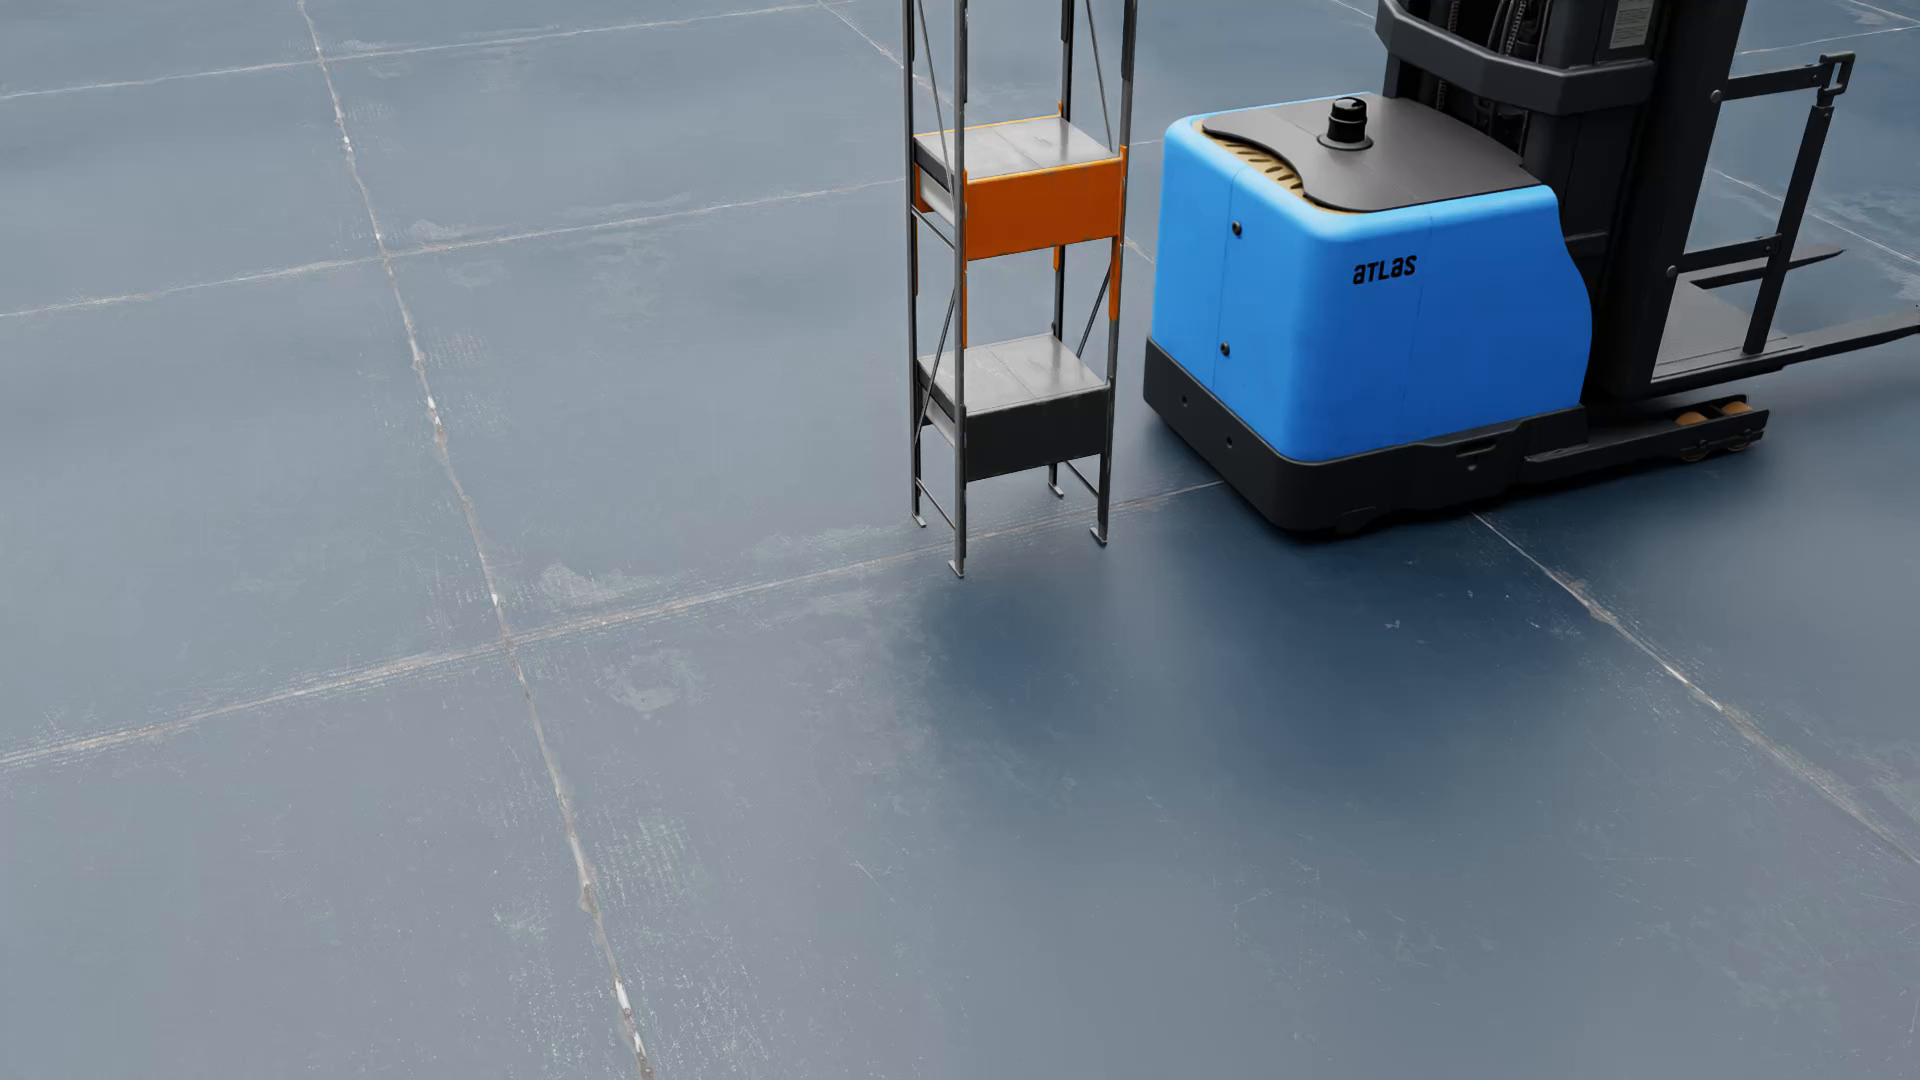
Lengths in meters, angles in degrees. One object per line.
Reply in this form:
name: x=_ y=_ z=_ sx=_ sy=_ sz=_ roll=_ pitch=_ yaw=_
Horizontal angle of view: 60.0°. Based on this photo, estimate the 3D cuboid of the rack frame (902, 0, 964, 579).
rack frame: x=-0.072 y=-0.864 z=4.652 sx=0.015 sy=2.100 sz=0.400 roll=-13 pitch=35 yaw=-19

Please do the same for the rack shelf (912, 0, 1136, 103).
rack shelf: x=0.153 y=-1.490 z=4.357 sx=0.480 sy=0.518 sz=0.431 roll=-13 pitch=35 yaw=-19

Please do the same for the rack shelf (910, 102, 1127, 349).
rack shelf: x=0.153 y=-0.904 z=4.738 sx=0.480 sy=0.518 sz=0.431 roll=-13 pitch=35 yaw=-19

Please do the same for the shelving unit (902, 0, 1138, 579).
shelving unit: x=0.153 y=-0.915 z=4.731 sx=0.503 sy=2.100 sz=0.431 roll=-13 pitch=35 yaw=-19

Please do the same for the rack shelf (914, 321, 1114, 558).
rack shelf: x=0.153 y=-0.317 z=5.120 sx=0.480 sy=0.518 sz=0.431 roll=-13 pitch=35 yaw=-19

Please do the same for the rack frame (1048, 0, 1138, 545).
rack frame: x=0.378 y=-0.967 z=4.810 sx=0.015 sy=2.100 sz=0.400 roll=-13 pitch=35 yaw=-19

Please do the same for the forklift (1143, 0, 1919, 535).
forklift: x=2.217 y=-1.750 z=5.252 sx=3.031 sy=2.935 sz=1.130 roll=-12 pitch=35 yaw=-18
